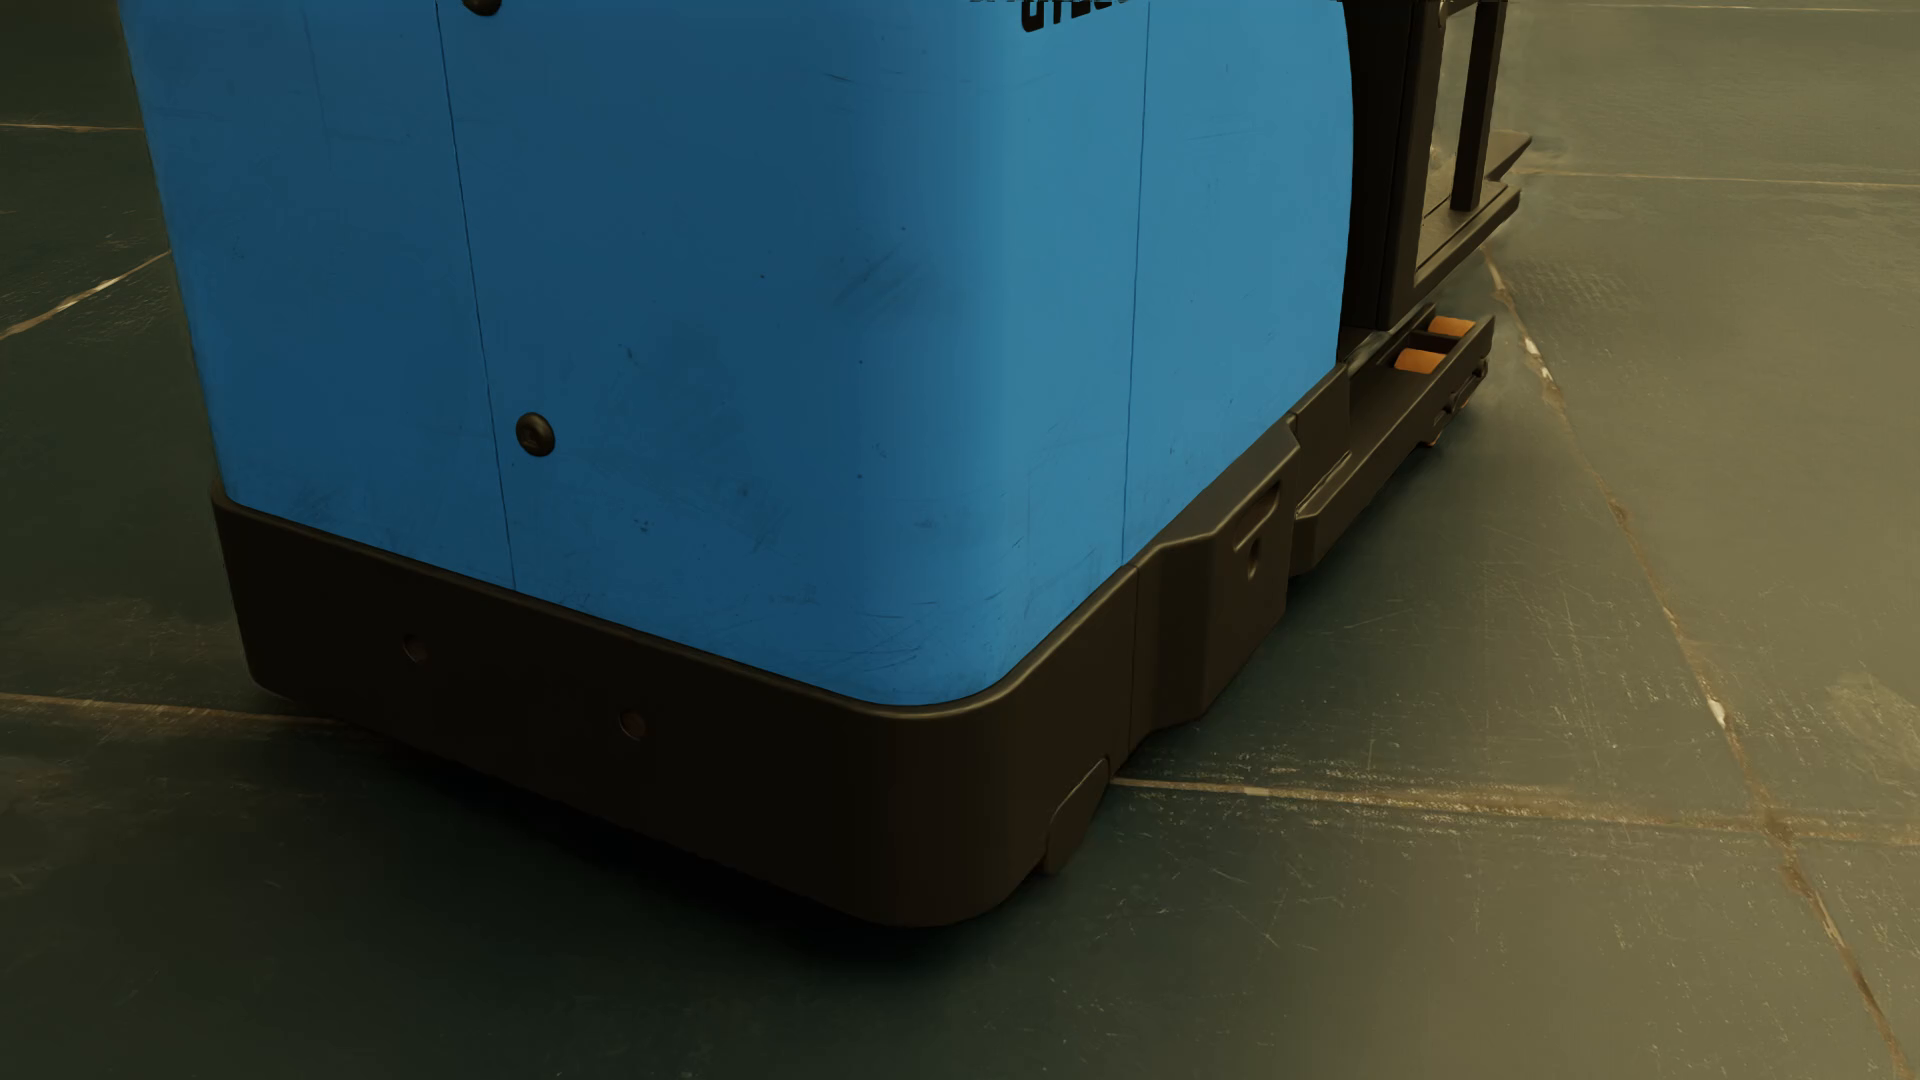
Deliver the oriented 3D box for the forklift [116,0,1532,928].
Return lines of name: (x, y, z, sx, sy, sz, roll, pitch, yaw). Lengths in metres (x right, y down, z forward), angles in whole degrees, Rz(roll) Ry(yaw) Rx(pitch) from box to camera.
forklift: (0.297, -1.560, 2.344, 1.130, 2.935, 3.031, 14, 30, 26)
